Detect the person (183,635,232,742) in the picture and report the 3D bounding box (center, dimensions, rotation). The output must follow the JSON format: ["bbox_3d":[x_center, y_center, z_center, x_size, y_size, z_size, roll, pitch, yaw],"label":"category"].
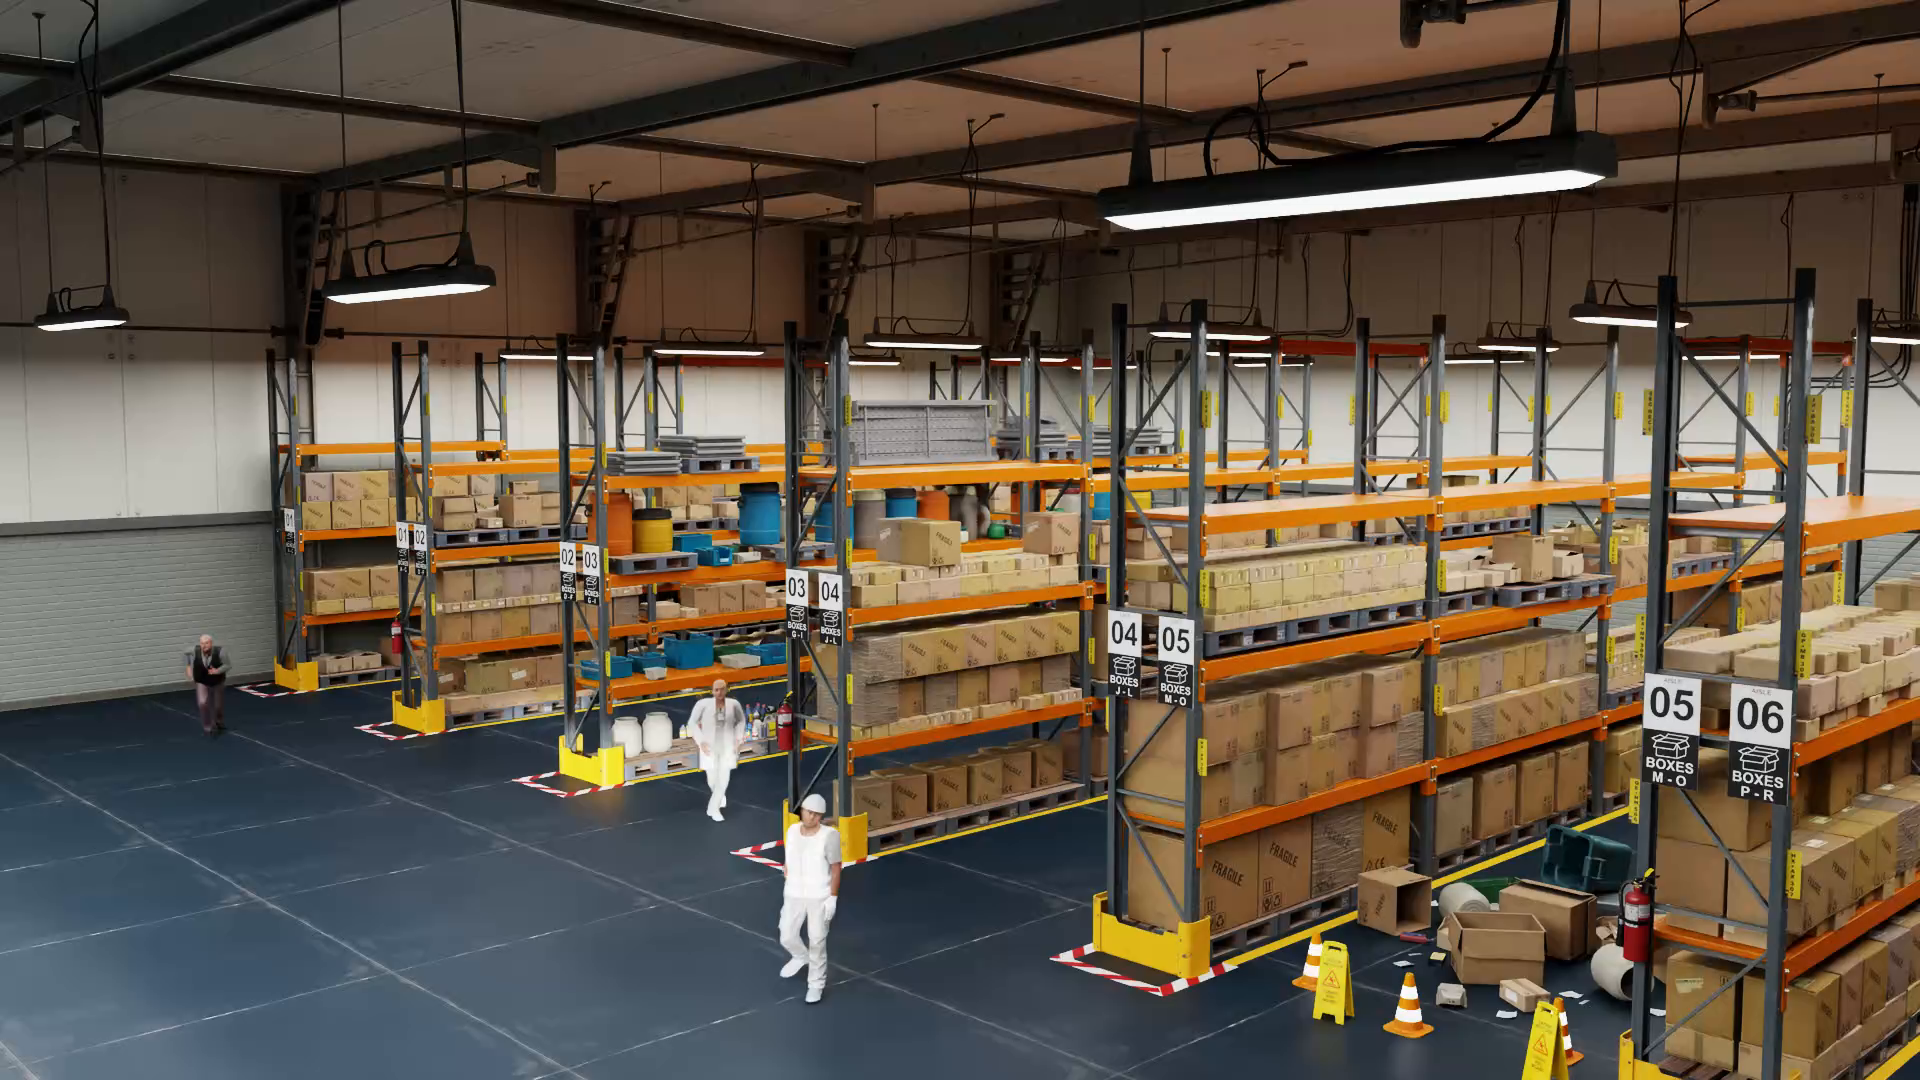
[{"bbox_3d":[-11.329,2.213,25.114,0.698,1.670,0.992,-1,5,-15],"label":"person"}]

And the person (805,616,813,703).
[{"bbox_3d":[-2.444,1.914,28.320,0.754,1.717,1.016,4,6,37],"label":"person"}]

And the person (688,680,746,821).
[{"bbox_3d":[-2.983,2.546,20.438,0.708,1.728,0.649,-1,5,-12],"label":"person"}]

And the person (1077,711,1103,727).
[{"bbox_3d":[1.881,2.216,24.655,0.822,1.625,0.537,-5,7,-44],"label":"person"}]

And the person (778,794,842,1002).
[{"bbox_3d":[-1.288,3.037,14.278,0.659,1.773,0.599,2,5,17],"label":"person"}]
